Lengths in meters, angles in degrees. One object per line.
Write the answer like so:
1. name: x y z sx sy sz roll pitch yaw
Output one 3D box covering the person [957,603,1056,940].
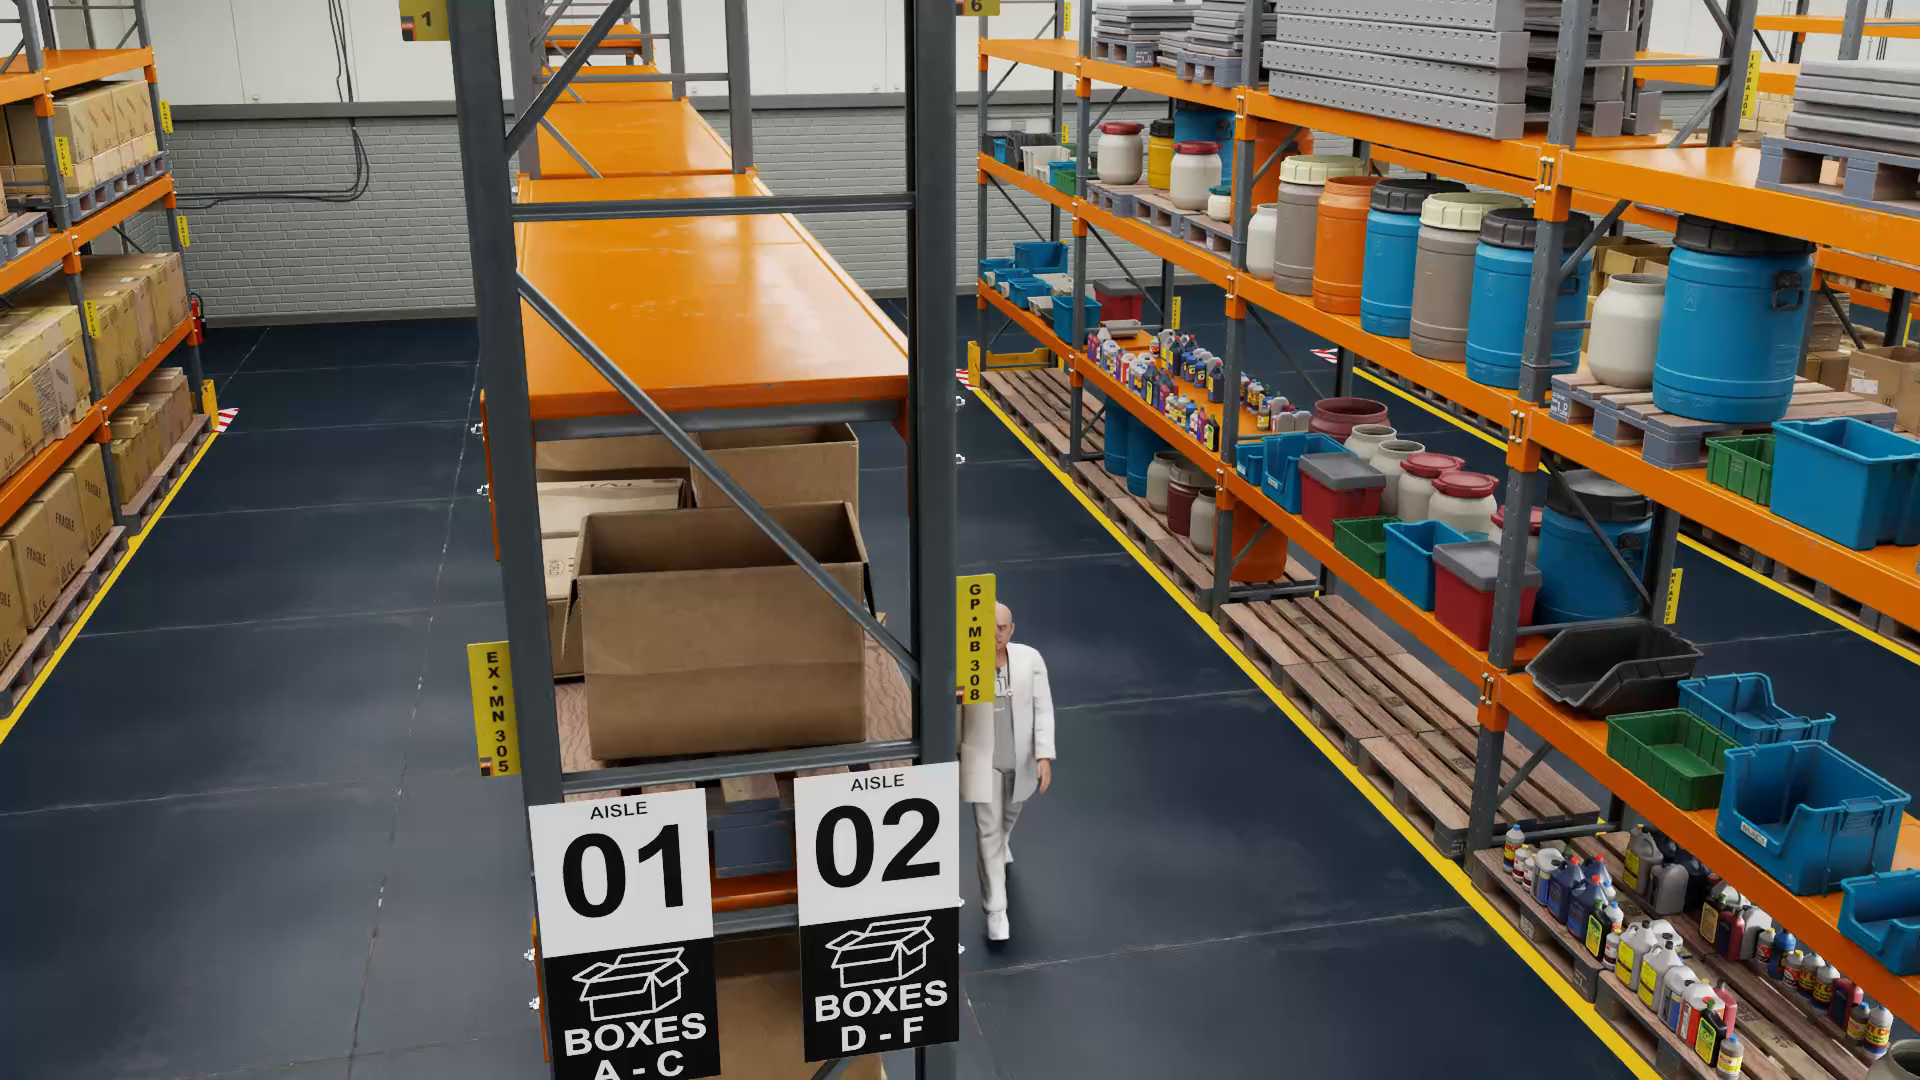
1. person: 0.228 1.180 9.068 0.557 1.727 1.125 -3 20 -9
